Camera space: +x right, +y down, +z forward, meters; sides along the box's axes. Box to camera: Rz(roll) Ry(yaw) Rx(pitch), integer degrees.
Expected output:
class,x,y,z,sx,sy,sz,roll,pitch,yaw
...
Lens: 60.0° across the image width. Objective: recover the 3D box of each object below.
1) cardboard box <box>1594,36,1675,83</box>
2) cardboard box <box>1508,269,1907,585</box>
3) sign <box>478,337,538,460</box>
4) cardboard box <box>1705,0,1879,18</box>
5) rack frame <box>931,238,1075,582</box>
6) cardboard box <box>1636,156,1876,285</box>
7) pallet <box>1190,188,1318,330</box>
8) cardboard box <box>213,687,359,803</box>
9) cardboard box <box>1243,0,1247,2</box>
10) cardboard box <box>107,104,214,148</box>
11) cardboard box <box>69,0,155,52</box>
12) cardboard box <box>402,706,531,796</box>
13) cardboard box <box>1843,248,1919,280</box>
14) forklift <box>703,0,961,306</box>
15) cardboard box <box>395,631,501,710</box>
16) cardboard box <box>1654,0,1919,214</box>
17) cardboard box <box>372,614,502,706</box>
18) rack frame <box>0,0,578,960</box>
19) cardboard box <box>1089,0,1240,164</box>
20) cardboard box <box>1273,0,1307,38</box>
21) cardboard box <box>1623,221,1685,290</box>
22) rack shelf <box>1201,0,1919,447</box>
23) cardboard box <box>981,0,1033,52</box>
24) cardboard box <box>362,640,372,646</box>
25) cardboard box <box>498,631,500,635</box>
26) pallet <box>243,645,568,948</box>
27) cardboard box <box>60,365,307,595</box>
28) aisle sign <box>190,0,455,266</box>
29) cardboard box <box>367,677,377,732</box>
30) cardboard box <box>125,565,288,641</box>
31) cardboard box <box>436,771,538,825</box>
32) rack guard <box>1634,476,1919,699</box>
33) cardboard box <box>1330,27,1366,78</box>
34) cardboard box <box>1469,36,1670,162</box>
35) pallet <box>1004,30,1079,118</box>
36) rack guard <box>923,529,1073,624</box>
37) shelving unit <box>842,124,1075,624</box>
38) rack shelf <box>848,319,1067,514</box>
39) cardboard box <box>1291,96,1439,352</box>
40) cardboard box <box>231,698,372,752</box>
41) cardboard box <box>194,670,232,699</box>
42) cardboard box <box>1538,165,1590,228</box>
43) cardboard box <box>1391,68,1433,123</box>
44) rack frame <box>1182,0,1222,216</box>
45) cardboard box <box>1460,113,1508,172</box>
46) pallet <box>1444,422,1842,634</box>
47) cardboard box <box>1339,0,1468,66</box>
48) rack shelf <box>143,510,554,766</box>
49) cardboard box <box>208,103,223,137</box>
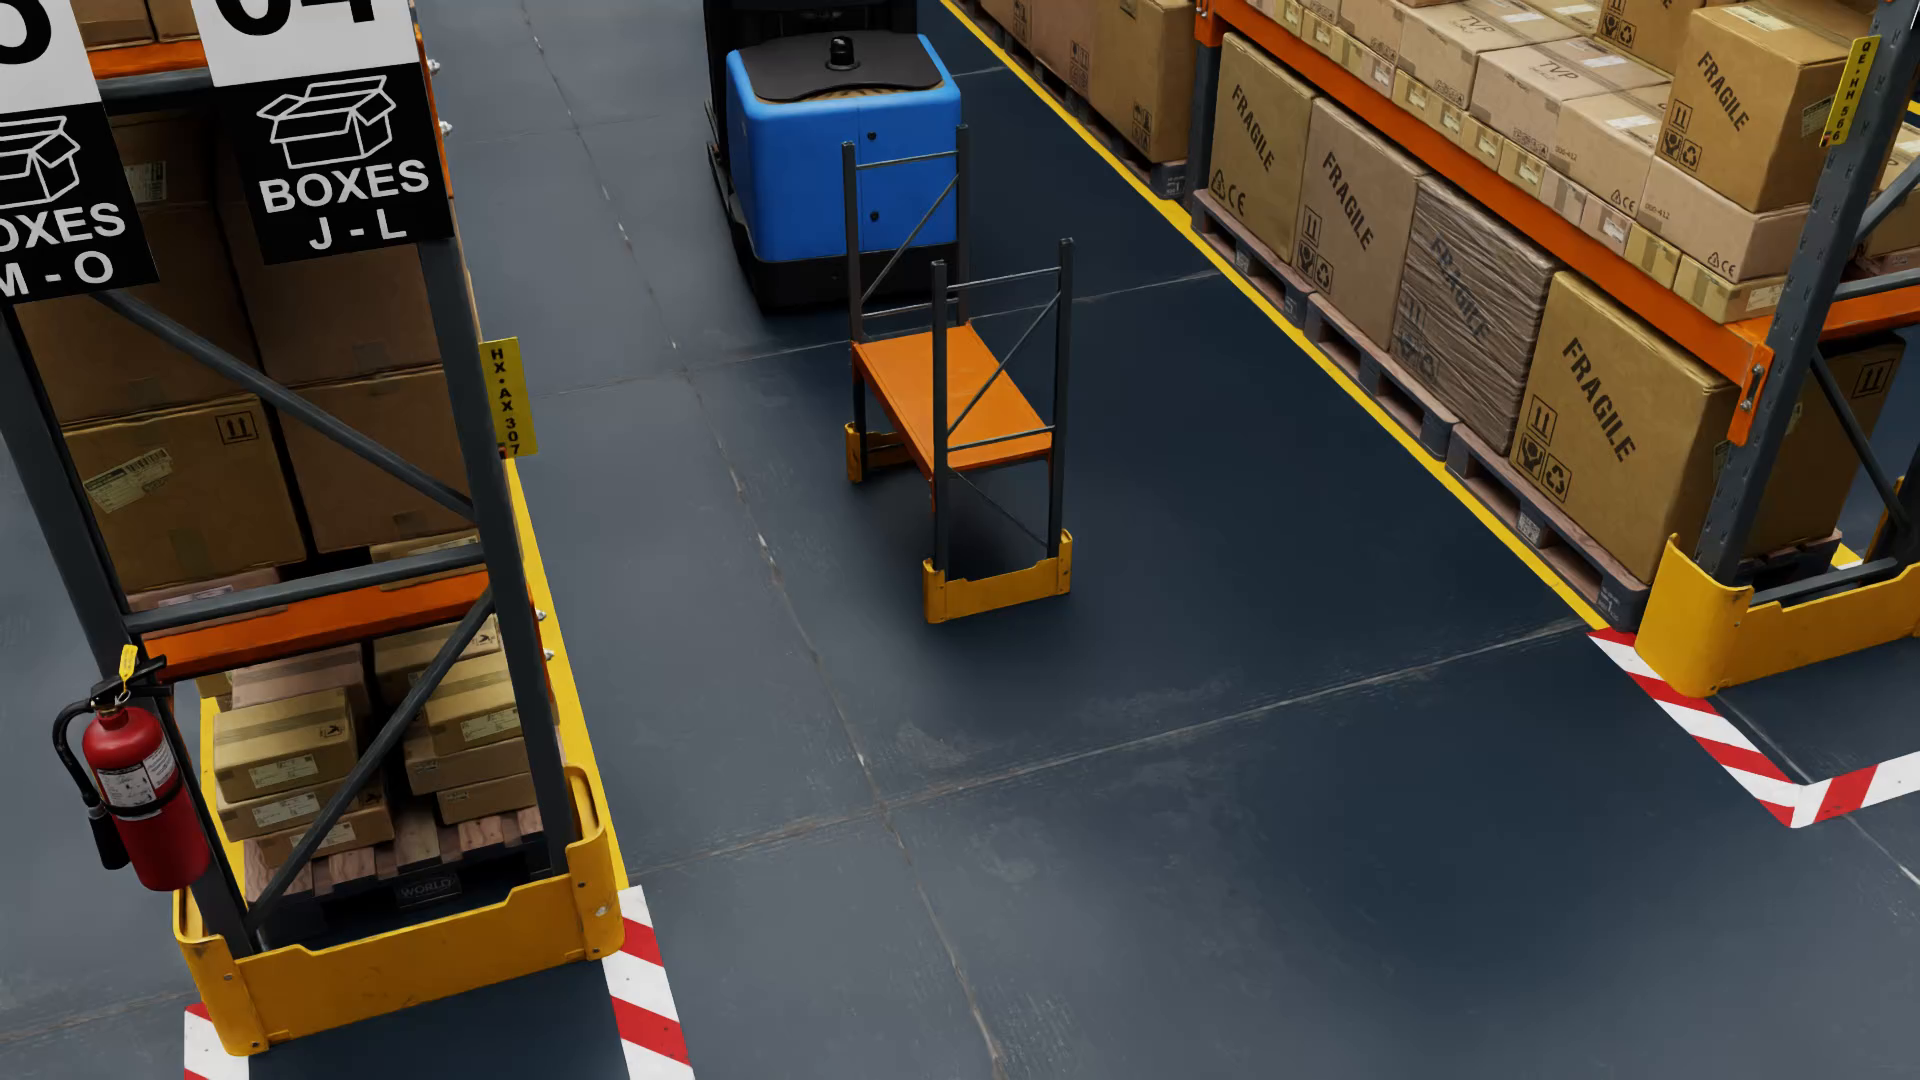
class,x,y,z,sx,sy,sz,roll,pitch,yaw
cardboard box,2.831,-1.810,6.537,0.500,0.250,0.500,-14,39,-17
cardboard box,2.802,-0.511,6.352,0.875,0.875,0.875,-12,39,-16
sign,-1.085,-0.335,3.982,0.100,0.325,0.005,-12,39,-16
cardboard box,3.014,-1.815,5.920,0.500,0.500,0.500,-13,39,-17
rack frame,0.146,-0.360,5.981,0.500,1.500,0.032,-12,39,-16
cardboard box,2.681,-1.125,5.627,0.500,0.250,0.500,-13,39,-17
pallet,1.909,-1.547,8.628,1.003,0.211,1.213,-12,39,-16
cardboard box,-2.015,0.610,4.973,0.380,0.149,0.250,-12,39,-15
cardboard box,1.510,-2.770,8.143,0.380,0.149,0.250,-12,39,-16
cardboard box,-2.160,-0.928,4.328,0.500,0.500,0.500,-14,39,-17
cardboard box,-1.999,-1.217,3.505,0.500,0.250,0.500,-13,39,-17
cardboard box,-1.534,0.626,5.199,0.380,0.149,0.250,-11,38,-14
cardboard box,3.285,-1.015,5.814,0.380,0.149,0.250,-12,39,-15
forklift,-0.824,-3.203,8.567,1.130,2.935,3.031,-8,38,-11
cardboard box,-1.733,0.462,5.664,0.380,0.149,0.250,-12,39,-15
cardboard box,2.683,-1.426,5.404,0.500,0.500,0.500,-12,39,-15
cardboard box,-1.664,0.359,5.306,0.380,0.149,0.250,-12,39,-15
rack frame,-1.594,0.123,4.094,1.000,3.000,0.127,-12,39,-16
cardboard box,1.482,-2.783,9.368,1.225,0.875,0.875,-12,39,-16
cardboard box,1.692,-2.473,7.749,0.380,0.149,0.250,-11,38,-14
cardboard box,2.575,-1.026,5.828,0.380,0.149,0.250,-12,39,-15
rack shelf,2.409,-1.689,7.097,1.077,0.370,4.000,-12,39,-16
cardboard box,0.862,-3.786,10.700,1.225,0.875,0.875,-12,39,-16
cardboard box,-2.220,0.270,5.672,0.380,0.149,0.250,-13,39,-16
cardboard box,-1.742,0.340,5.579,0.380,0.149,0.250,-12,39,-15
pallet,-1.867,0.728,5.609,1.003,0.211,1.213,-12,39,-16
cardboard box,-1.991,-0.236,4.240,0.500,0.500,0.500,-12,39,-15
aisle sign,-1.288,-0.936,3.339,0.394,0.787,0.004,-12,39,-16
cardboard box,-2.165,0.548,5.549,0.380,0.149,0.250,-13,39,-16
cardboard box,-1.972,0.098,4.336,0.380,0.149,0.250,-12,39,-16
cardboard box,-1.474,0.732,5.306,0.380,0.149,0.250,-12,39,-15
rack guard,3.106,0.165,6.115,1.175,0.500,0.348,-12,39,-16
cardboard box,1.872,-2.180,7.360,0.380,0.149,0.250,-13,39,-17
cardboard box,2.332,-1.699,6.389,0.500,0.250,0.500,-14,39,-17
pallet,0.961,-3.103,10.694,1.003,0.211,1.213,-12,39,-16
rack guard,0.145,0.138,6.358,0.587,0.250,0.087,-12,39,-16
shelving unit,-0.026,-0.642,6.356,0.587,1.500,1.083,-12,39,-16
rack shelf,-0.029,-0.504,6.471,0.538,0.185,1.000,-12,39,-16
cardboard box,2.183,-1.528,7.702,0.875,0.875,0.875,-12,39,-16
cardboard box,-2.083,0.577,5.264,0.380,0.149,0.250,-13,39,-17
cardboard box,-2.256,0.336,5.337,0.380,0.149,0.250,-13,39,-17
cardboard box,2.404,-1.310,6.205,0.380,0.149,0.250,-12,39,-15
cardboard box,2.048,-1.890,6.975,0.380,0.149,0.250,-14,39,-17
rack frame,1.721,-3.106,8.381,1.000,3.000,0.127,-12,39,-16
cardboard box,2.223,-1.603,6.593,0.380,0.149,0.250,-12,39,-16
pallet,2.749,-0.168,6.798,1.003,0.211,1.213,-12,39,-16
cardboard box,1.987,-2.272,7.151,0.500,0.250,0.500,-12,38,-15
rack shelf,-2.283,-0.719,5.810,1.077,0.370,4.000,-12,39,-16
cardboard box,-1.679,-1.027,4.459,0.500,0.500,0.500,-11,38,-15
